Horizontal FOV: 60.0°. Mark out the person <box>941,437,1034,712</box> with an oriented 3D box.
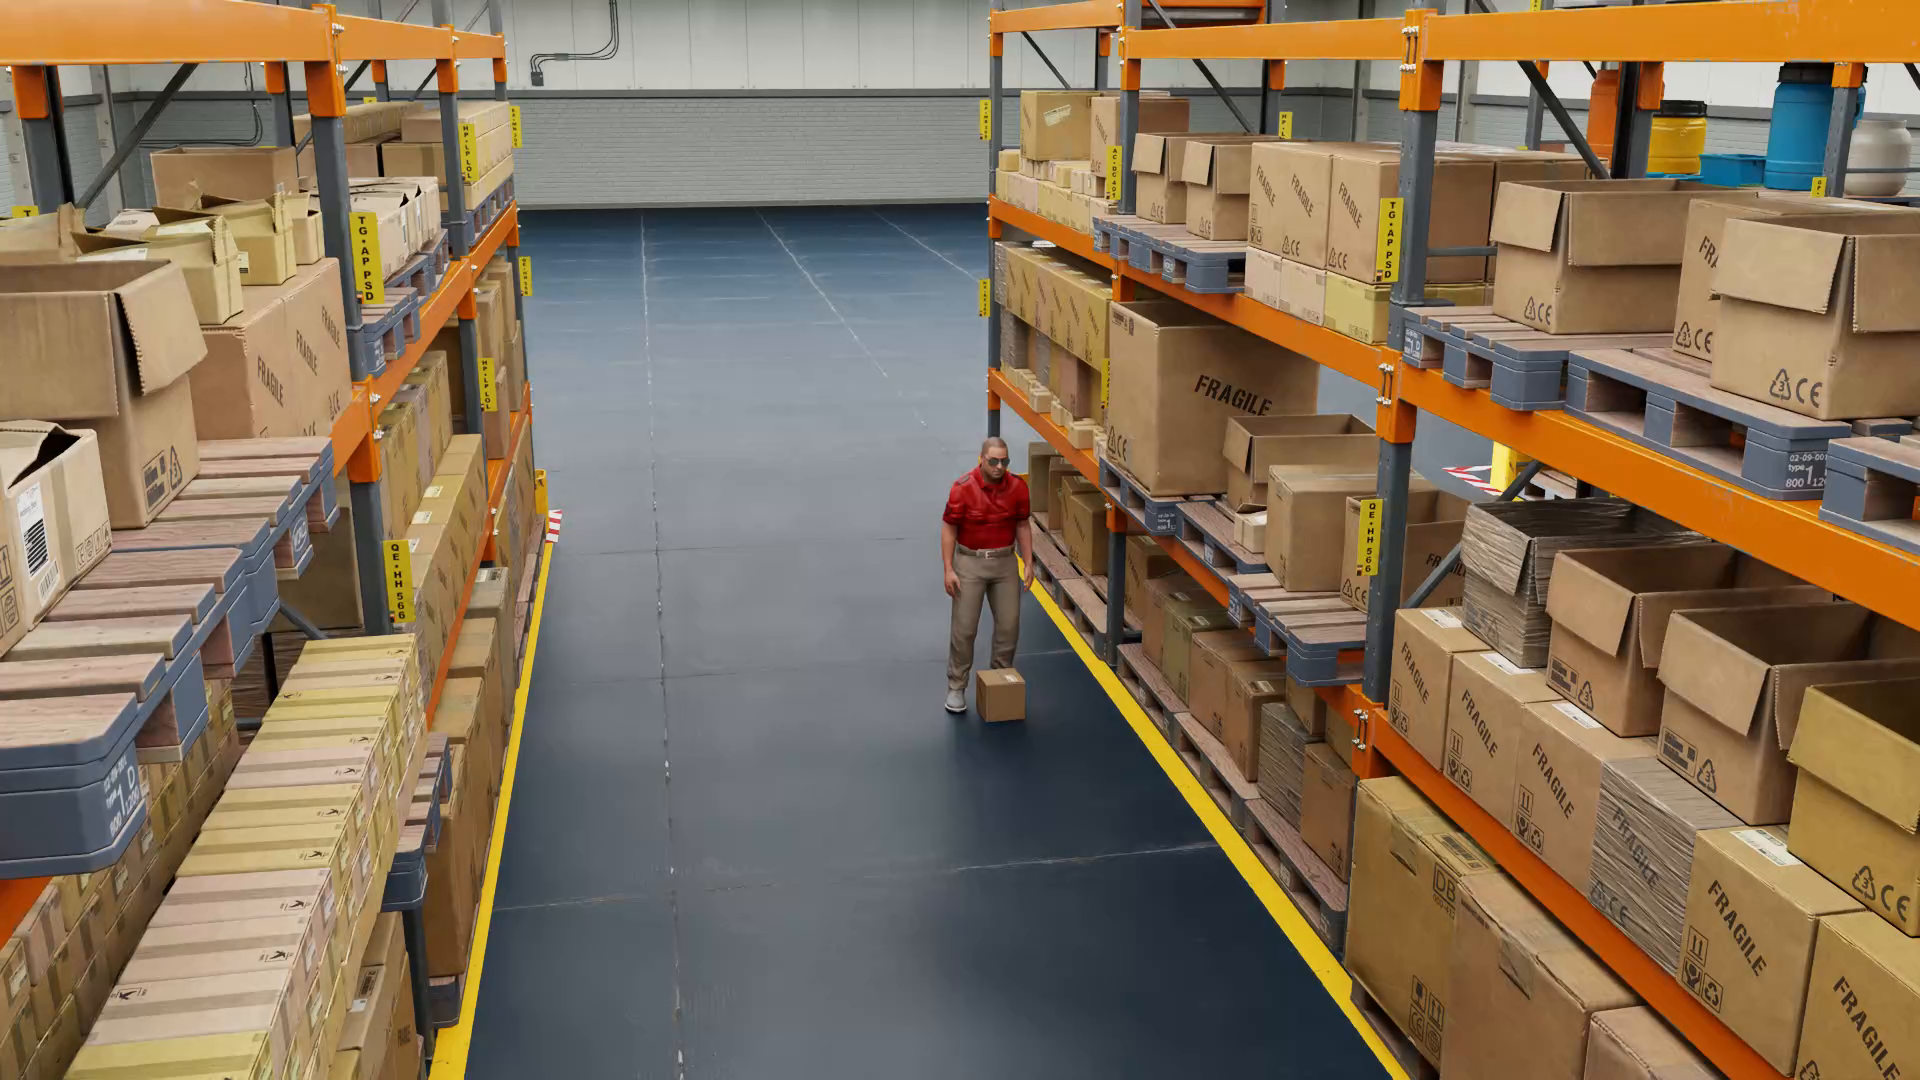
[{"bbox_3d":[0.172,0.191,10.401,0.602,1.727,0.386,-5,17,-16],"label":"person"}]
